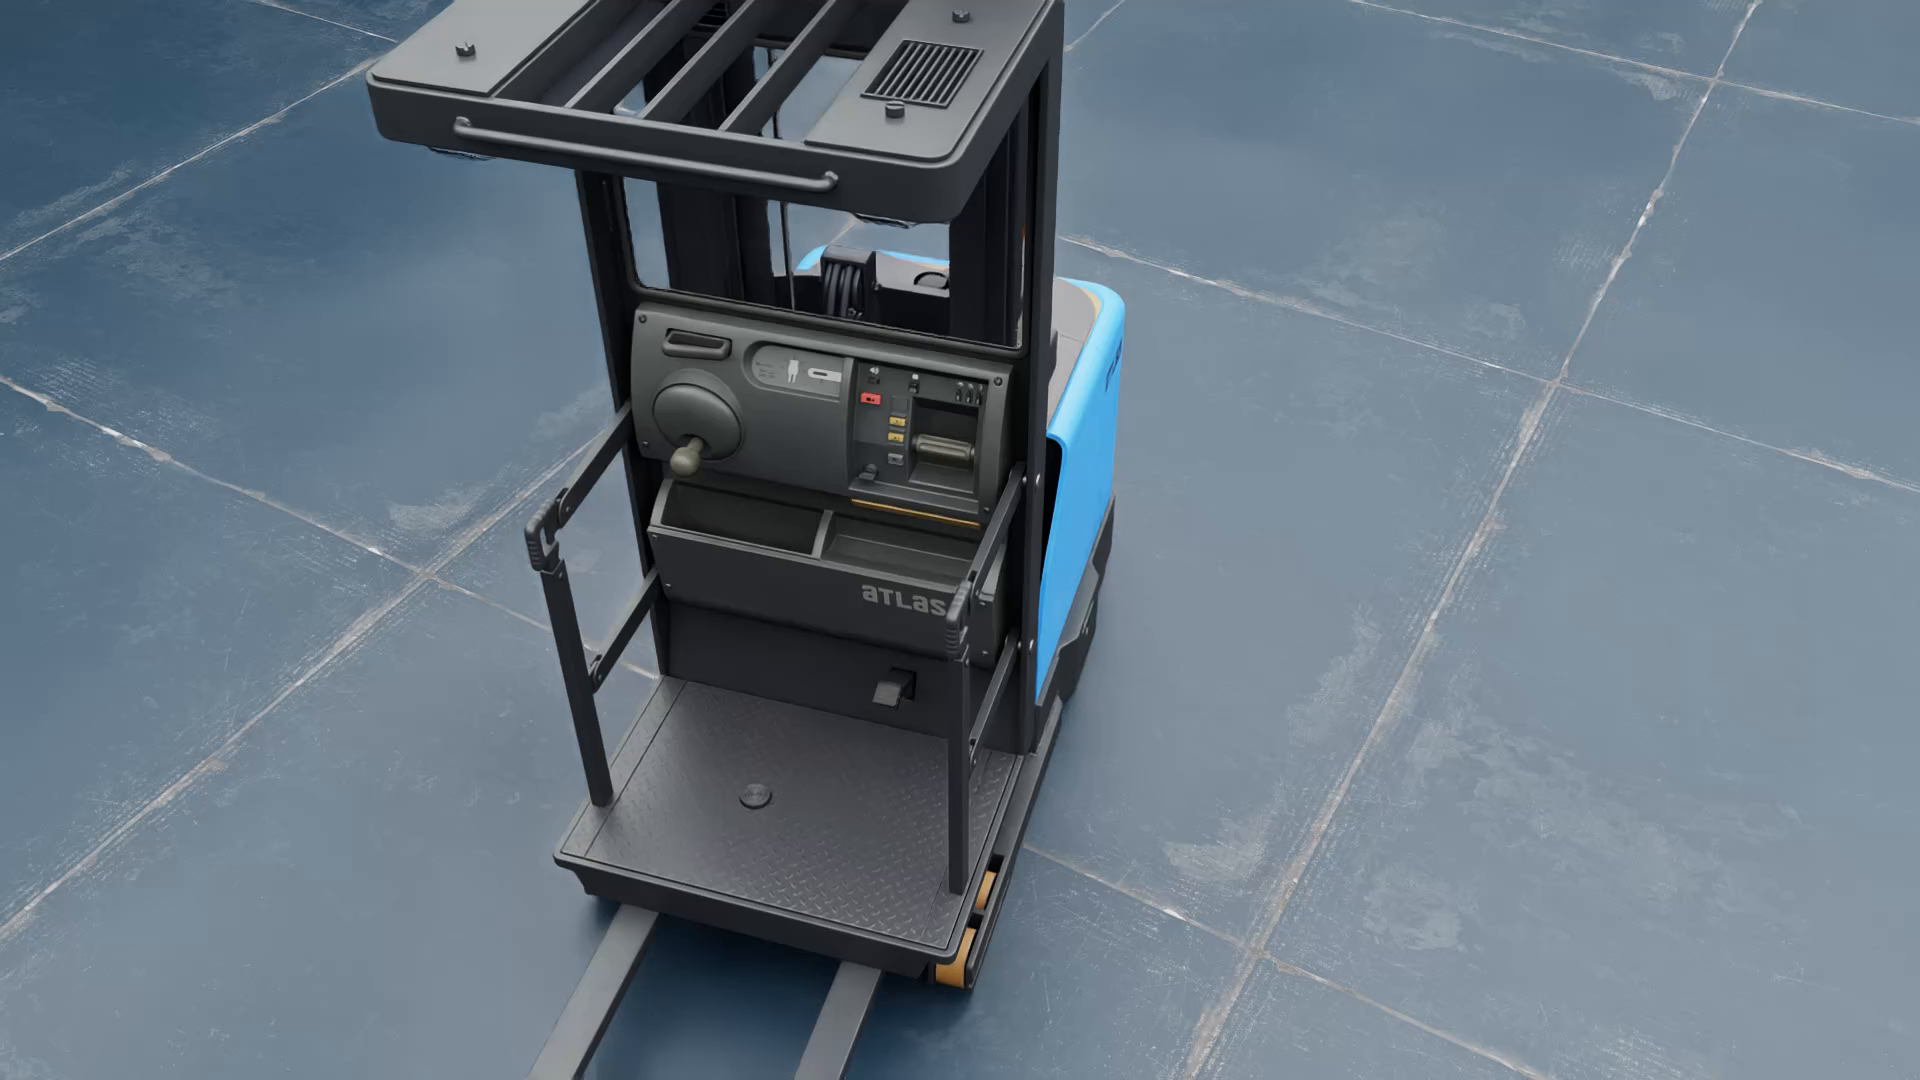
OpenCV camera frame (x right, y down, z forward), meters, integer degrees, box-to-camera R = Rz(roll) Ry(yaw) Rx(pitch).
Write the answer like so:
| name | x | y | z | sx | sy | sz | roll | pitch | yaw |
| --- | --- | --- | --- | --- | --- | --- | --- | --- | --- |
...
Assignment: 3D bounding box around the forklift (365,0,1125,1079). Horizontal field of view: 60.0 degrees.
| name | x | y | z | sx | sy | sz | roll | pitch | yaw |
| --- | --- | --- | --- | --- | --- | --- | --- | --- | --- |
| forklift | -0.401 | -0.216 | 3.777 | 1.130 | 2.935 | 3.031 | 11 | 43 | 12 |
